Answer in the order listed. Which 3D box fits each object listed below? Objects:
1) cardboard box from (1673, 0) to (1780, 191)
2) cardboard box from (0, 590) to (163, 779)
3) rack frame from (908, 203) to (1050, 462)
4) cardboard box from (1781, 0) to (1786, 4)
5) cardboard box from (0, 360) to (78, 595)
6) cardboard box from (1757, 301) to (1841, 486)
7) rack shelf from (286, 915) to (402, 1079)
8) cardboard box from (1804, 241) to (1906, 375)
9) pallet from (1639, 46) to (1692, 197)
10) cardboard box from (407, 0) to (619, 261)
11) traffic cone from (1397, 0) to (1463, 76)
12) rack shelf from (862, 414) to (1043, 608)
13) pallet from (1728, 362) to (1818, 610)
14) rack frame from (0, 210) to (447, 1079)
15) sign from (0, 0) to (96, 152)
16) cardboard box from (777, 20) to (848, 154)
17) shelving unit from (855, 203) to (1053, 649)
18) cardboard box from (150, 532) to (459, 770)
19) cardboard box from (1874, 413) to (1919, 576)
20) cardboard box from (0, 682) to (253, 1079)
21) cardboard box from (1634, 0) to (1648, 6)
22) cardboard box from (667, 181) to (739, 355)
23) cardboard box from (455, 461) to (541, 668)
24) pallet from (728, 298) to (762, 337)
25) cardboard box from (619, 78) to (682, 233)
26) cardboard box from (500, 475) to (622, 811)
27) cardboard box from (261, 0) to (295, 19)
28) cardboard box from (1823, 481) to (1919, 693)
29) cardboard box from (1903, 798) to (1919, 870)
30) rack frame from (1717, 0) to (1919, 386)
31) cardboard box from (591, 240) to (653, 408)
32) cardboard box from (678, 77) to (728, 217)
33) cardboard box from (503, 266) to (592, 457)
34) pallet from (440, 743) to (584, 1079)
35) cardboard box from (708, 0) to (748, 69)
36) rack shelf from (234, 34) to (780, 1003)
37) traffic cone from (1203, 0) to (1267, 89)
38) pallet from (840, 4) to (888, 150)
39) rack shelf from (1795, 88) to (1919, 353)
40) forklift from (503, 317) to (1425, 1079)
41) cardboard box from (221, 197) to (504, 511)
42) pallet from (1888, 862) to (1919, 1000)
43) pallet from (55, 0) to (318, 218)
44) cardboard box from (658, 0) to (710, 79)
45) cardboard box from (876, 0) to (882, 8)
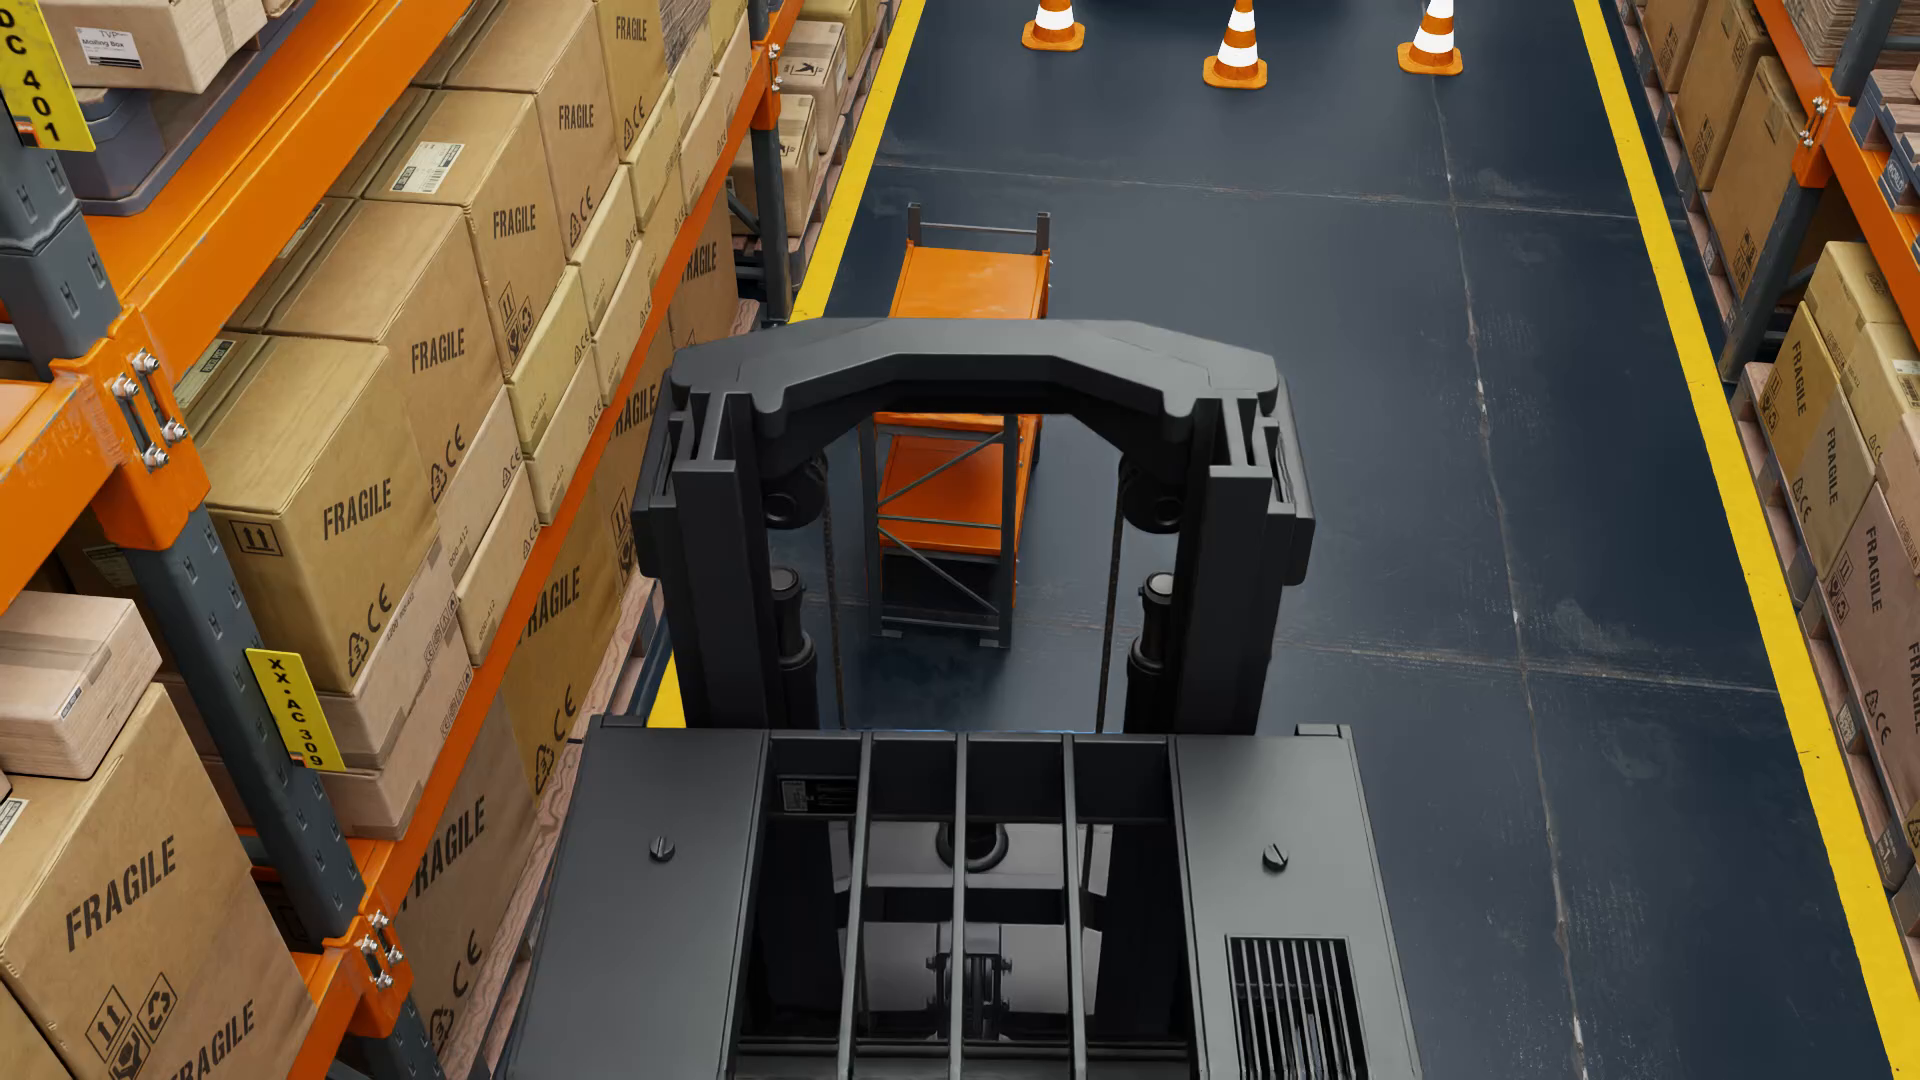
[{"bbox_3d":[3.965,-2.074,7.590,1.050,0.750,0.750,6,44,6],"label":"cardboard box"},{"bbox_3d":[-1.490,0.213,2.572,0.380,0.149,0.250,4,44,5],"label":"cardboard box"},{"bbox_3d":[0.066,-0.750,6.224,0.500,1.125,0.032,5,44,6],"label":"rack frame"},{"bbox_3d":[3.544,-2.443,6.576,0.500,0.500,0.500,5,44,6],"label":"cardboard box"},{"bbox_3d":[-1.955,-0.117,3.392,0.500,0.500,0.500,7,44,7],"label":"cardboard box"},{"bbox_3d":[3.337,-0.522,6.132,0.500,0.500,0.500,4,44,4],"label":"cardboard box"},{"bbox_3d":[-2.030,2.233,2.233,1.077,0.370,4.000,5,44,6],"label":"rack shelf"},{"bbox_3d":[3.352,-0.805,5.886,0.500,0.250,0.500,3,44,4],"label":"cardboard box"},{"bbox_3d":[4.026,-2.083,8.296,1.003,0.211,1.213,5,44,6],"label":"pallet"},{"bbox_3d":[-1.251,-1.108,4.438,0.500,0.500,0.500,5,44,5],"label":"cardboard box"},{"bbox_3d":[2.538,-2.764,8.833,0.336,0.463,0.334,5,44,6],"label":"traffic cone"},{"bbox_3d":[-0.001,-0.226,6.027,0.538,0.278,1.000,5,44,6],"label":"rack shelf"},{"bbox_3d":[3.579,-0.191,6.298,1.003,0.211,1.213,5,44,6],"label":"pallet"},{"bbox_3d":[-1.765,0.609,3.425,1.000,3.000,0.127,5,44,6],"label":"rack frame"},{"bbox_3d":[-1.215,-0.647,2.136,0.100,0.325,0.005,5,44,6],"label":"sign"},{"bbox_3d":[-1.062,-2.203,8.001,0.950,0.372,0.625,4,44,5],"label":"cardboard box"},{"bbox_3d":[-0.001,-0.404,5.858,0.538,1.125,1.048,5,44,6],"label":"shelving unit"},{"bbox_3d":[-1.428,0.208,3.594,0.500,0.250,0.500,4,44,4],"label":"cardboard box"},{"bbox_3d":[3.207,-0.123,5.166,0.500,0.250,0.500,6,44,6],"label":"cardboard box"},{"bbox_3d":[-1.554,0.557,2.681,0.500,0.500,0.500,5,44,5],"label":"cardboard box"},{"bbox_3d":[4.219,-3.366,8.954,1.050,0.750,0.750,5,44,5],"label":"cardboard box"},{"bbox_3d":[-1.410,-1.035,6.401,0.875,0.875,0.875,5,44,5],"label":"cardboard box"},{"bbox_3d":[-1.378,0.035,4.140,0.500,0.250,0.500,4,44,4],"label":"cardboard box"},{"bbox_3d":[-1.415,-0.574,6.703,1.003,0.211,1.213,5,44,6],"label":"pallet"},{"bbox_3d":[-1.160,-1.190,5.071,0.500,0.250,0.500,4,44,4],"label":"cardboard box"},{"bbox_3d":[-1.651,0.182,5.116,0.875,0.875,0.875,6,44,7],"label":"cardboard box"},{"bbox_3d":[-1.361,-1.243,2.821,0.500,0.500,0.500,5,44,5],"label":"cardboard box"},{"bbox_3d":[3.211,0.172,5.400,0.500,0.500,0.500,4,44,4],"label":"cardboard box"},{"bbox_3d":[3.071,0.869,4.664,0.500,0.500,0.500,4,44,5],"label":"cardboard box"},{"bbox_3d":[3.684,-1.736,5.902,1.000,3.000,0.127,5,44,6],"label":"rack frame"},{"bbox_3d":[-1.220,-0.653,4.867,0.500,0.250,0.500,5,44,5],"label":"cardboard box"},{"bbox_3d":[-1.098,-1.345,5.597,0.500,0.250,0.500,6,44,6],"label":"cardboard box"},{"bbox_3d":[-1.293,-0.491,4.333,0.500,0.250,0.500,6,44,6],"label":"cardboard box"},{"bbox_3d":[-1.738,1.089,4.946,1.003,0.211,1.213,5,44,6],"label":"pallet"},{"bbox_3d":[-1.049,-1.891,5.811,0.500,0.250,0.500,5,44,5],"label":"cardboard box"},{"bbox_3d":[-1.501,-0.493,5.112,1.077,0.370,4.000,5,44,6],"label":"rack shelf"},{"bbox_3d":[1.469,-2.661,8.724,0.336,0.463,0.334,5,44,6],"label":"traffic cone"},{"bbox_3d":[-0.968,-2.466,8.701,1.003,0.211,1.213,5,44,6],"label":"pallet"},{"bbox_3d":[3.419,-0.112,4.709,1.077,0.370,4.000,5,44,6],"label":"rack shelf"},{"bbox_3d":[0.009,1.210,2.840,1.130,2.935,3.031,1,43,1],"label":"forklift"},{"bbox_3d":[-1.382,-0.413,3.705,0.500,0.500,0.500,5,44,5],"label":"cardboard box"},{"bbox_3d":[3.256,1.472,4.542,1.003,0.211,1.213,5,44,6],"label":"pallet"},{"bbox_3d":[-1.693,-1.040,3.124,0.805,0.209,1.217,4,44,4],"label":"pallet"},{"bbox_3d":[-1.105,-1.790,5.159,0.500,0.500,0.500,6,44,6],"label":"cardboard box"},{"bbox_3d":[-0.866,-3.193,9.047,0.950,0.372,0.625,8,44,8],"label":"cardboard box"}]
